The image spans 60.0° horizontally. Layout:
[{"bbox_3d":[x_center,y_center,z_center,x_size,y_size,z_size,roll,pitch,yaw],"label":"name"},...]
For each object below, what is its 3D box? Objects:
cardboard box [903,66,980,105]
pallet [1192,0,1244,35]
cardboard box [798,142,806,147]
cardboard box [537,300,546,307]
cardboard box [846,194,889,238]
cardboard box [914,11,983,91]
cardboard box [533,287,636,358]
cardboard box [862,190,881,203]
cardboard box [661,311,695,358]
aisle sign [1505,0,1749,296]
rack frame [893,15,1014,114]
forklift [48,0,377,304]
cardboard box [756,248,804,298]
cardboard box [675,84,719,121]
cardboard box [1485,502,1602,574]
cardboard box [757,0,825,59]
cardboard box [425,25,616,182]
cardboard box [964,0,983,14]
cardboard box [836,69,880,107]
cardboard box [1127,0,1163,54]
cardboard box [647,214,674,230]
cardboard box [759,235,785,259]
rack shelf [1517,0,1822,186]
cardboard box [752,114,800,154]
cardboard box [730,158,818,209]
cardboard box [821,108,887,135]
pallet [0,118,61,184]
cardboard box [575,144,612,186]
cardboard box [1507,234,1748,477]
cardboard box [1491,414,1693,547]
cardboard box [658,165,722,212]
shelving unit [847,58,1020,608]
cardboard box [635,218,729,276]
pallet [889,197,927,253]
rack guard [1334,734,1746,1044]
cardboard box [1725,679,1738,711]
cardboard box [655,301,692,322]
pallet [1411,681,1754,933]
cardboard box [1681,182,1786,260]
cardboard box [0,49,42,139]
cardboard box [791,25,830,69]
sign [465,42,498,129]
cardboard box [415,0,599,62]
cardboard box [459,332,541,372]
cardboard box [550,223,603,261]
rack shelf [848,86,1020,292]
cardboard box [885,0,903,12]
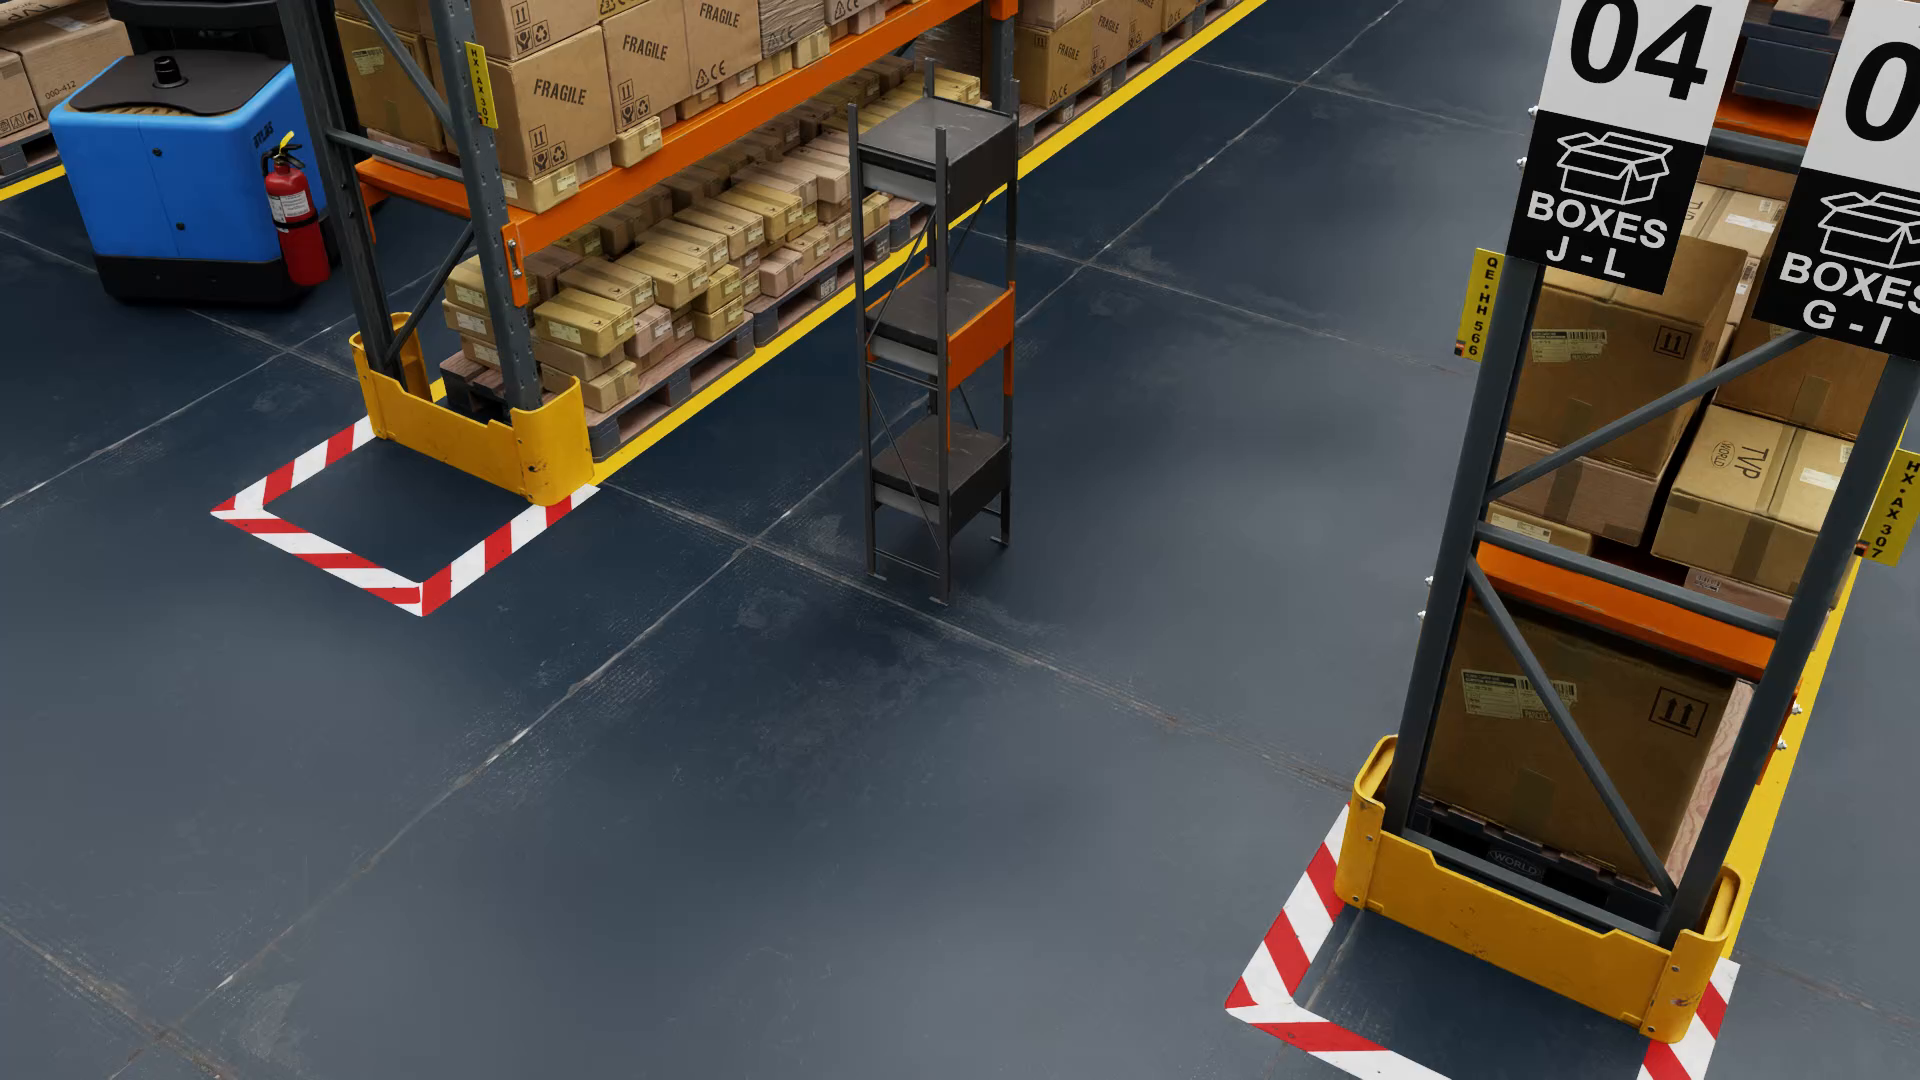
[{"bbox_3d":[-0.108,-2.628,9.706,0.380,0.149,0.250,22,43,26],"label":"cardboard box"},{"bbox_3d":[1.586,-4.179,12.499,1.003,0.211,1.213,21,42,25],"label":"pallet"},{"bbox_3d":[-0.908,-2.262,9.474,0.380,0.149,0.250,19,42,23],"label":"cardboard box"},{"bbox_3d":[-2.053,-1.200,8.097,0.380,0.149,0.250,20,42,24],"label":"cardboard box"},{"bbox_3d":[-0.614,-1.814,9.138,0.380,0.149,0.250,21,42,25],"label":"cardboard box"},{"bbox_3d":[0.047,-3.264,10.731,0.500,0.500,0.500,20,42,24],"label":"cardboard box"},{"bbox_3d":[-1.712,-0.994,7.586,0.380,0.149,0.250,19,42,23],"label":"cardboard box"},{"bbox_3d":[-0.638,-1.990,9.122,0.380,0.149,0.250,22,43,26],"label":"cardboard box"},{"bbox_3d":[-1.531,-1.057,8.155,0.380,0.149,0.250,22,43,26],"label":"cardboard box"},{"bbox_3d":[1.562,-0.978,3.933,0.394,0.787,0.004,21,42,25],"label":"aisle sign"},{"bbox_3d":[-0.137,-3.624,9.494,1.000,3.000,0.127,21,42,25],"label":"rack frame"},{"bbox_3d":[-3.910,-3.291,9.118,1.130,2.935,3.031,3,38,4],"label":"forklift"},{"bbox_3d":[-1.038,-1.415,8.620,0.380,0.149,0.250,19,42,23],"label":"cardboard box"},{"bbox_3d":[-1.350,-2.099,7.721,0.380,0.149,0.250,21,42,25],"label":"cardboard box"},{"bbox_3d":[1.767,-0.079,5.102,0.380,0.149,0.250,22,43,26],"label":"cardboard box"},{"bbox_3d":[-1.000,-2.658,7.915,0.500,0.500,0.500,20,42,24],"label":"cardboard box"},{"bbox_3d":[-1.806,-1.860,6.881,0.500,0.500,0.500,23,43,27],"label":"cardboard box"},{"bbox_3d":[0.049,-3.564,10.506,0.500,0.250,0.500,20,42,24],"label":"cardboard box"},{"bbox_3d":[-0.694,-2.665,9.753,0.380,0.149,0.250,23,43,27],"label":"cardboard box"},{"bbox_3d":[1.034,-3.642,11.221,0.500,0.500,0.500,22,43,26],"label":"cardboard box"},{"bbox_3d":[-1.695,-1.622,8.645,0.380,0.149,0.250,22,43,26],"label":"cardboard box"},{"bbox_3d":[-1.130,-1.599,8.615,0.380,0.149,0.250,23,43,27],"label":"cardboard box"},{"bbox_3d":[2.925,-1.822,5.289,1.077,0.370,4.000,21,42,25],"label":"rack shelf"},{"bbox_3d":[-1.114,-2.272,9.244,0.380,0.149,0.250,22,43,26],"label":"cardboard box"},{"bbox_3d":[-0.970,-1.840,8.683,0.380,0.149,0.250,21,42,25],"label":"cardboard box"},{"bbox_3d":[-0.543,-2.245,9.209,0.380,0.149,0.250,23,43,27],"label":"cardboard box"},{"bbox_3d":[-6.151,-2.462,10.271,1.003,0.211,1.213,21,42,25],"label":"pallet"},{"bbox_3d":[-1.728,-1.667,7.161,0.380,0.149,0.250,23,43,27],"label":"cardboard box"},{"bbox_3d":[1.893,-0.580,4.811,0.500,0.500,0.500,22,43,26],"label":"cardboard box"},{"bbox_3d":[1.889,-0.283,5.039,0.500,0.250,0.500,20,42,24],"label":"cardboard box"},{"bbox_3d":[-1.472,-1.846,8.691,0.380,0.149,0.250,20,42,24],"label":"cardboard box"},{"bbox_3d":[-0.089,-0.746,6.498,0.431,2.100,0.503,21,42,25],"label":"shelving unit"},{"bbox_3d":[-1.360,-1.418,8.137,0.380,0.149,0.250,19,42,23],"label":"cardboard box"},{"bbox_3d":[-0.467,-2.162,9.882,1.003,0.211,1.213,21,42,25],"label":"pallet"},{"bbox_3d":[1.841,1.115,5.394,1.175,0.500,0.348,21,42,25],"label":"rack guard"},{"bbox_3d":[2.617,-0.038,6.238,0.875,0.875,0.875,21,42,25],"label":"cardboard box"},{"bbox_3d":[-1.532,-1.181,8.073,0.380,0.149,0.250,22,43,26],"label":"cardboard box"},{"bbox_3d":[2.216,0.779,6.067,1.003,0.211,1.213,21,42,25],"label":"pallet"},{"bbox_3d":[2.710,-1.076,6.068,0.500,0.250,0.500,21,42,25],"label":"cardboard box"},{"bbox_3d":[-6.245,-2.654,9.990,0.875,0.438,0.875,20,42,24],"label":"cardboard box"},{"bbox_3d":[-0.869,-2.471,8.205,0.380,0.149,0.250,22,43,26],"label":"cardboard box"},{"bbox_3d":[-1.822,-1.727,6.325,0.100,0.325,0.005,21,42,25],"label":"sign"},{"bbox_3d":[-1.815,-2.260,6.580,0.500,0.500,0.500,21,42,25],"label":"cardboard box"},{"bbox_3d":[-2.174,-0.939,8.002,0.380,0.149,0.250,22,43,26],"label":"cardboard box"},{"bbox_3d":[-1.996,-1.477,8.212,0.380,0.149,0.250,20,42,24],"label":"cardboard box"},{"bbox_3d":[-0.089,-1.290,6.079,0.431,0.518,0.480,21,42,25],"label":"rack shelf"},{"bbox_3d":[-0.528,-2.904,8.766,0.380,0.149,0.250,20,42,24],"label":"cardboard box"}]
